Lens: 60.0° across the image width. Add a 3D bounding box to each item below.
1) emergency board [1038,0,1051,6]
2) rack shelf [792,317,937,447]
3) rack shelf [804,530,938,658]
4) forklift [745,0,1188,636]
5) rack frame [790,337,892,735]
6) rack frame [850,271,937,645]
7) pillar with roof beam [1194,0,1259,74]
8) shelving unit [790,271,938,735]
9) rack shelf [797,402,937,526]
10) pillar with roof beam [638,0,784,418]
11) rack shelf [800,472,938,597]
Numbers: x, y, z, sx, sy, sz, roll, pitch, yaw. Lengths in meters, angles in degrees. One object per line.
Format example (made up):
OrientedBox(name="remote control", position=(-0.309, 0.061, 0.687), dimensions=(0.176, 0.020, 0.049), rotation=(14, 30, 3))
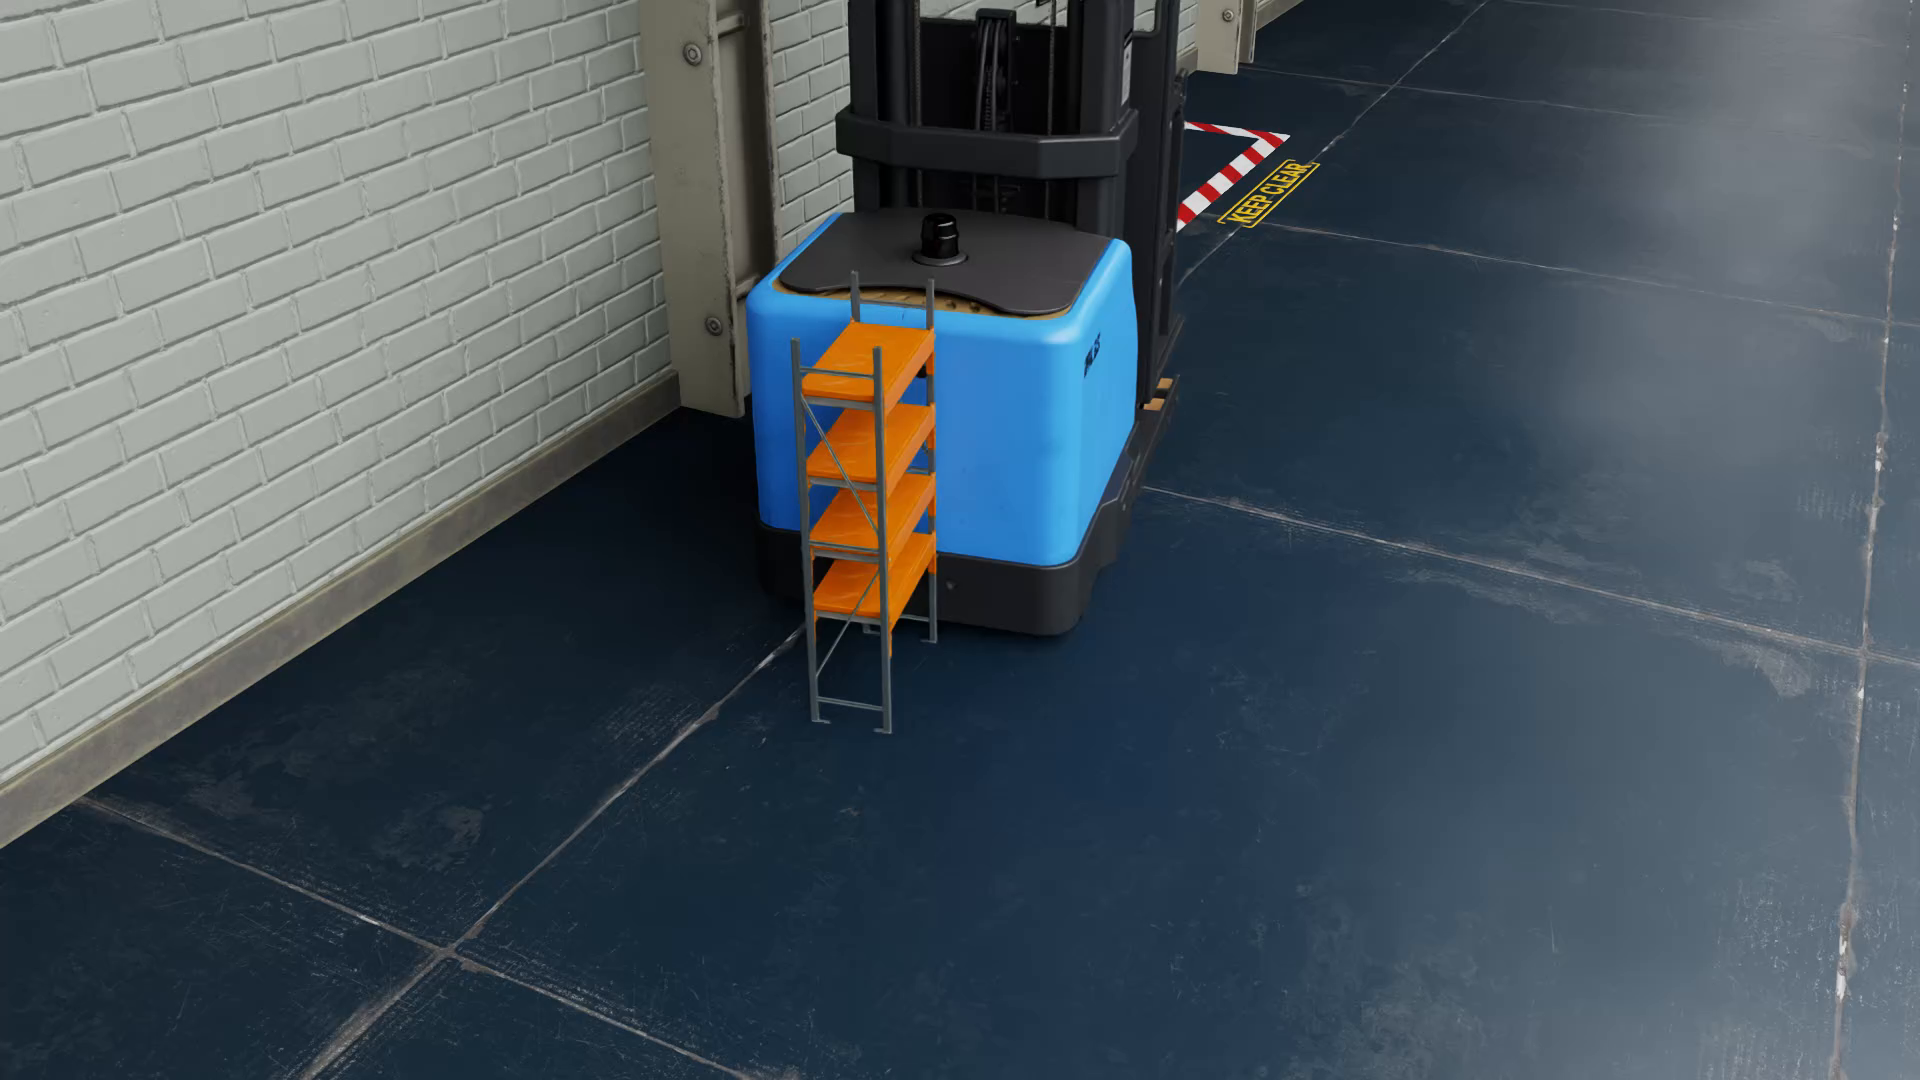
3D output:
OrientedBox(name="emergency board", position=(0.626, -3.477, 8.792), dimensions=(0.157, 1.169, 0.626), rotation=(14, 33, 23))
OrientedBox(name="rack shelf", position=(-0.251, -0.437, 4.516), dimensions=(0.258, 0.148, 0.480), rotation=(8, 31, 13))
OrientedBox(name="rack shelf", position=(-0.251, 0.135, 4.844), dimensions=(0.258, 0.148, 0.480), rotation=(8, 31, 13))
OrientedBox(name="forklift", position=(0.243, -1.699, 5.766), dimensions=(1.130, 2.935, 3.031), rotation=(8, 31, 14))
OrientedBox(name="rack frame", position=(-0.314, 0.022, 4.507), dimensions=(0.240, 1.200, 0.015), rotation=(8, 31, 13))
OrientedBox(name="rack frame", position=(-0.189, -0.213, 4.916), dimensions=(0.240, 1.200, 0.015), rotation=(8, 31, 13))
OrientedBox(name="pillar with roof beam", position=(5.639, -6.188, 7.490), dimensions=(9.100, 9.000, 0.400), rotation=(14, 33, 23))
OrientedBox(name="shelving unit", position=(-0.251, -0.096, 4.712), dimensions=(0.258, 1.200, 0.503), rotation=(8, 31, 13))
OrientedBox(name="rack shelf", position=(-0.251, -0.231, 4.634), dimensions=(0.258, 0.148, 0.480), rotation=(8, 31, 13))
OrientedBox(name="pillar with roof beam", position=(2.906, -3.529, 2.858), dimensions=(9.100, 9.000, 0.400), rotation=(14, 33, 23))
OrientedBox(name="rack shelf", position=(-0.251, -0.037, 4.745), dimensions=(0.258, 0.148, 0.480), rotation=(8, 31, 13))
